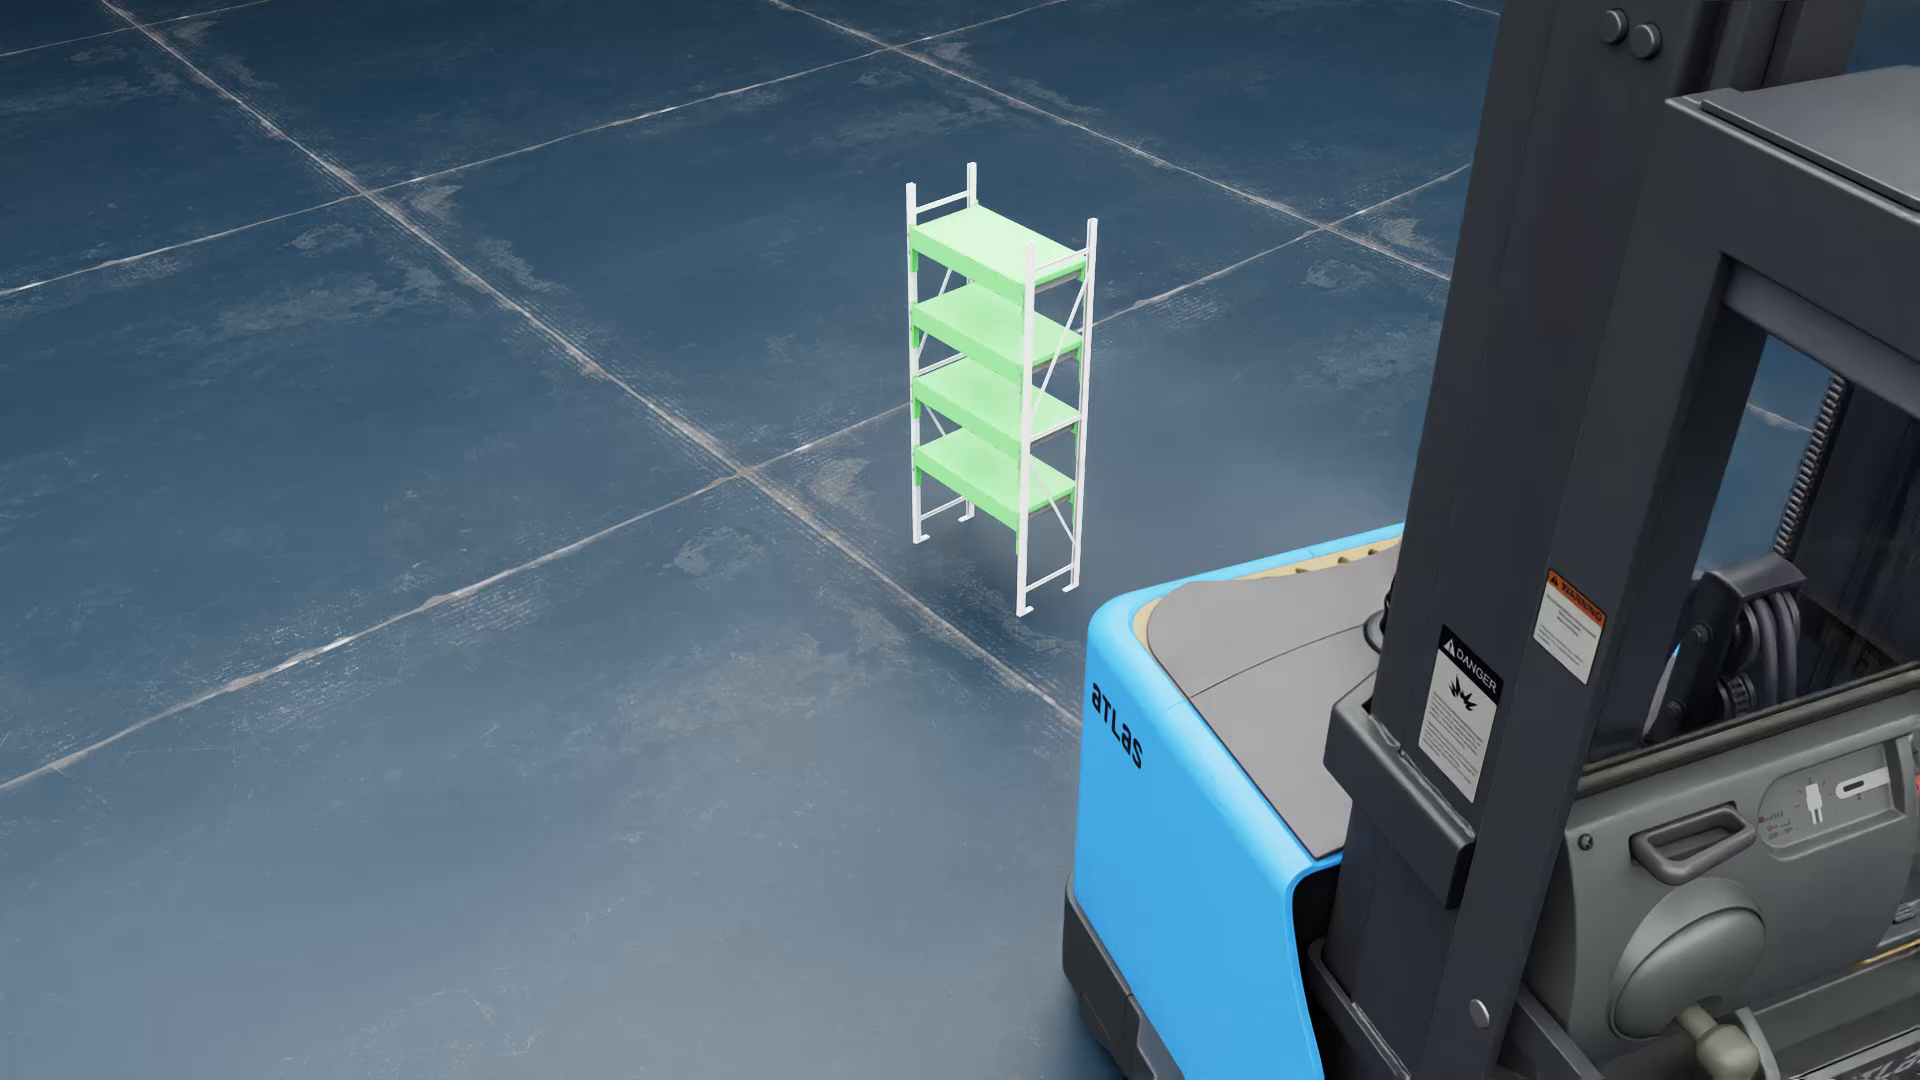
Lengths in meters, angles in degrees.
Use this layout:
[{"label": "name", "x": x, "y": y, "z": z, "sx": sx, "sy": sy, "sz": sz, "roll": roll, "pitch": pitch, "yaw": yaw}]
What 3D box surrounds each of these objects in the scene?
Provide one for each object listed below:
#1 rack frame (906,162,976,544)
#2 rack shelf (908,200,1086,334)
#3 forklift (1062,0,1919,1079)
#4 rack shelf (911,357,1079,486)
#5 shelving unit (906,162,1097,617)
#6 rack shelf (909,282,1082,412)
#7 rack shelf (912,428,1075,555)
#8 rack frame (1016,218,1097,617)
[{"label": "rack frame", "x": -0.051, "y": -0.524, "z": 4.952, "sx": 0.240, "sy": 1.200, "sz": 0.015, "roll": -26, "pitch": 43, "yaw": -32}, {"label": "rack shelf", "x": 0.107, "y": -0.756, "z": 4.560, "sx": 0.258, "sy": 0.148, "sz": 0.480, "roll": -26, "pitch": 43, "yaw": -32}, {"label": "forklift", "x": 1.256, "y": 0.482, "z": 2.033, "sx": 1.130, "sy": 2.935, "sz": 3.031, "roll": -13, "pitch": 37, "yaw": -18}, {"label": "rack shelf", "x": 0.107, "y": -0.364, "z": 4.837, "sx": 0.258, "sy": 0.148, "sz": 0.480, "roll": -26, "pitch": 43, "yaw": -32}, {"label": "shelving unit", "x": 0.107, "y": -0.417, "z": 4.800, "sx": 0.258, "sy": 1.200, "sz": 0.503, "roll": -26, "pitch": 43, "yaw": -32}, {"label": "rack shelf", "x": 0.107, "y": -0.560, "z": 4.698, "sx": 0.258, "sy": 0.148, "sz": 0.480, "roll": -26, "pitch": 43, "yaw": -32}, {"label": "rack shelf", "x": 0.107, "y": -0.169, "z": 4.976, "sx": 0.258, "sy": 0.148, "sz": 0.480, "roll": -26, "pitch": 43, "yaw": -32}, {"label": "rack frame", "x": 0.264, "y": -0.309, "z": 4.648, "sx": 0.240, "sy": 1.200, "sz": 0.015, "roll": -26, "pitch": 43, "yaw": -32}]
